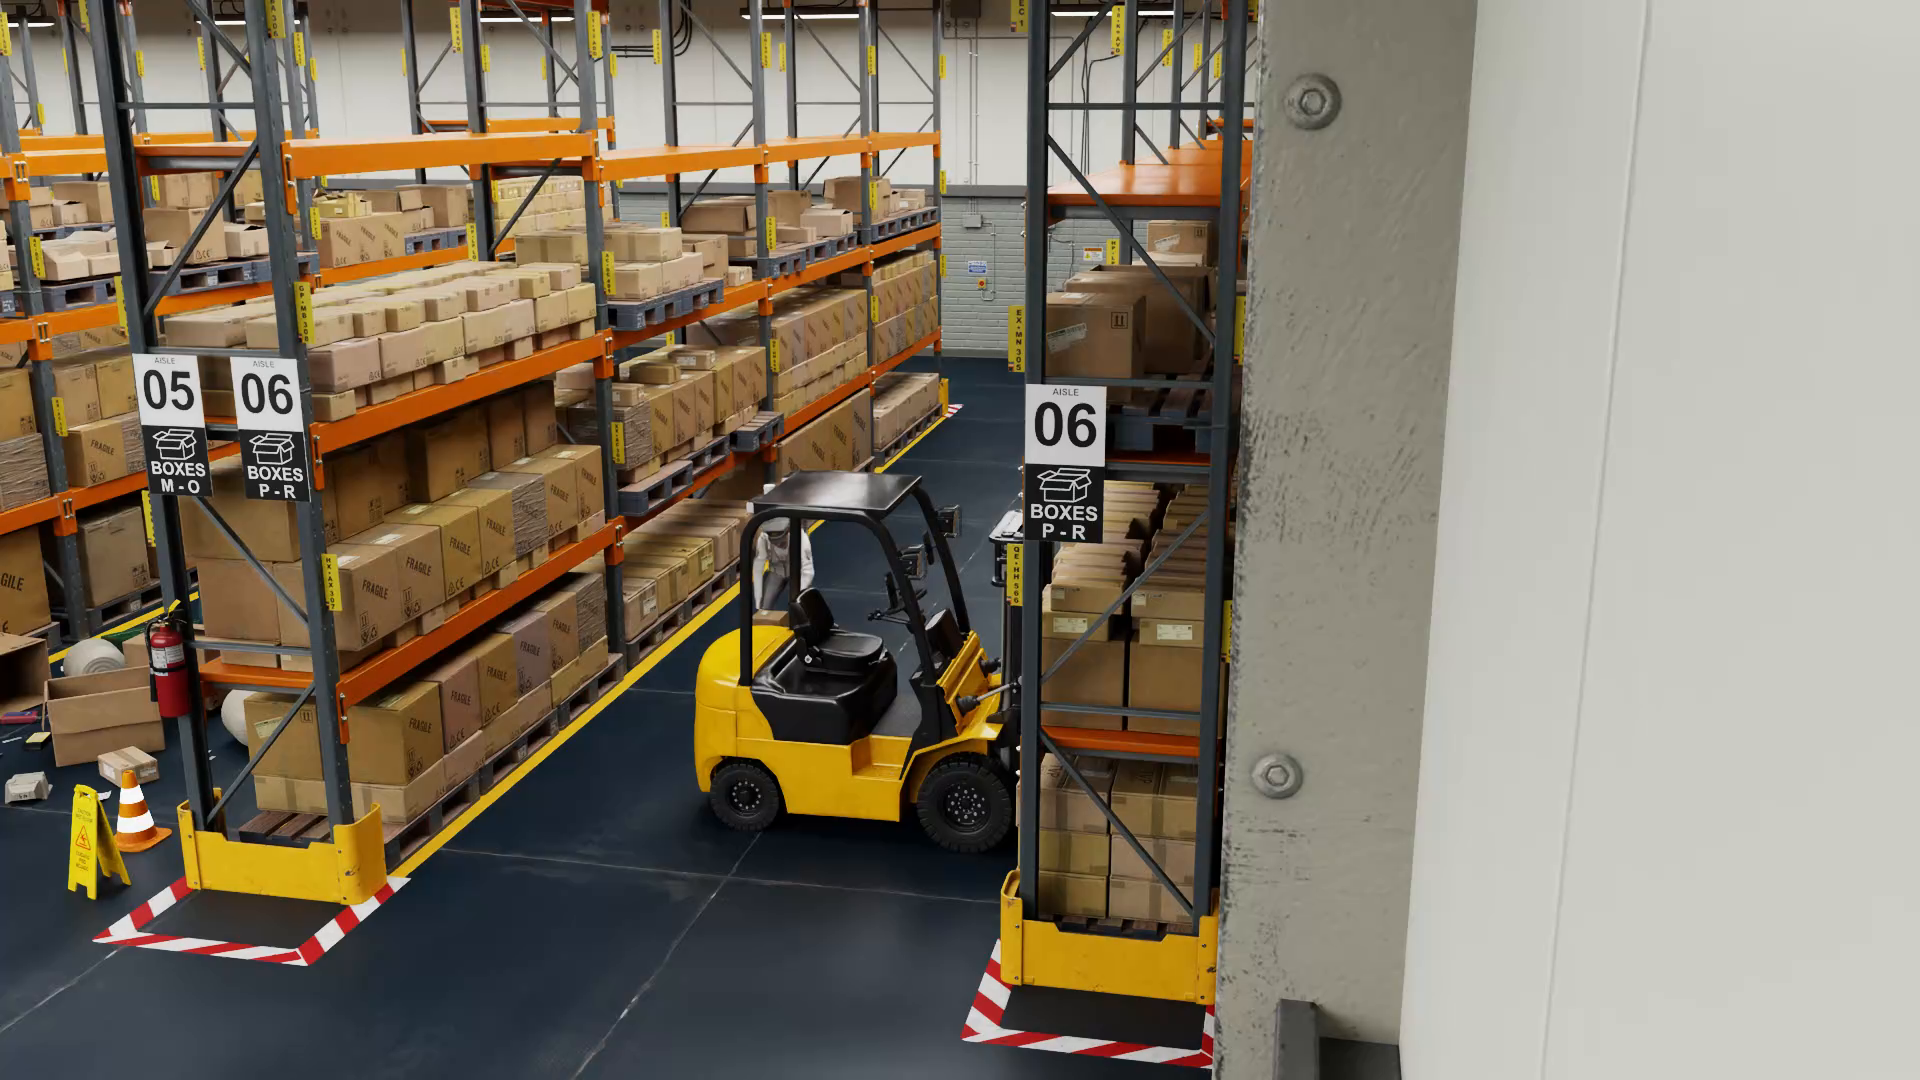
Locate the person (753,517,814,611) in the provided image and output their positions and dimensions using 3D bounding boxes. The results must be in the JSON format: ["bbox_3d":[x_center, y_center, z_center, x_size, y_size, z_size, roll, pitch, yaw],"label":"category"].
[{"bbox_3d":[-1.457,0.348,13.987,0.532,1.267,0.761,3,15,11],"label":"person"}]
